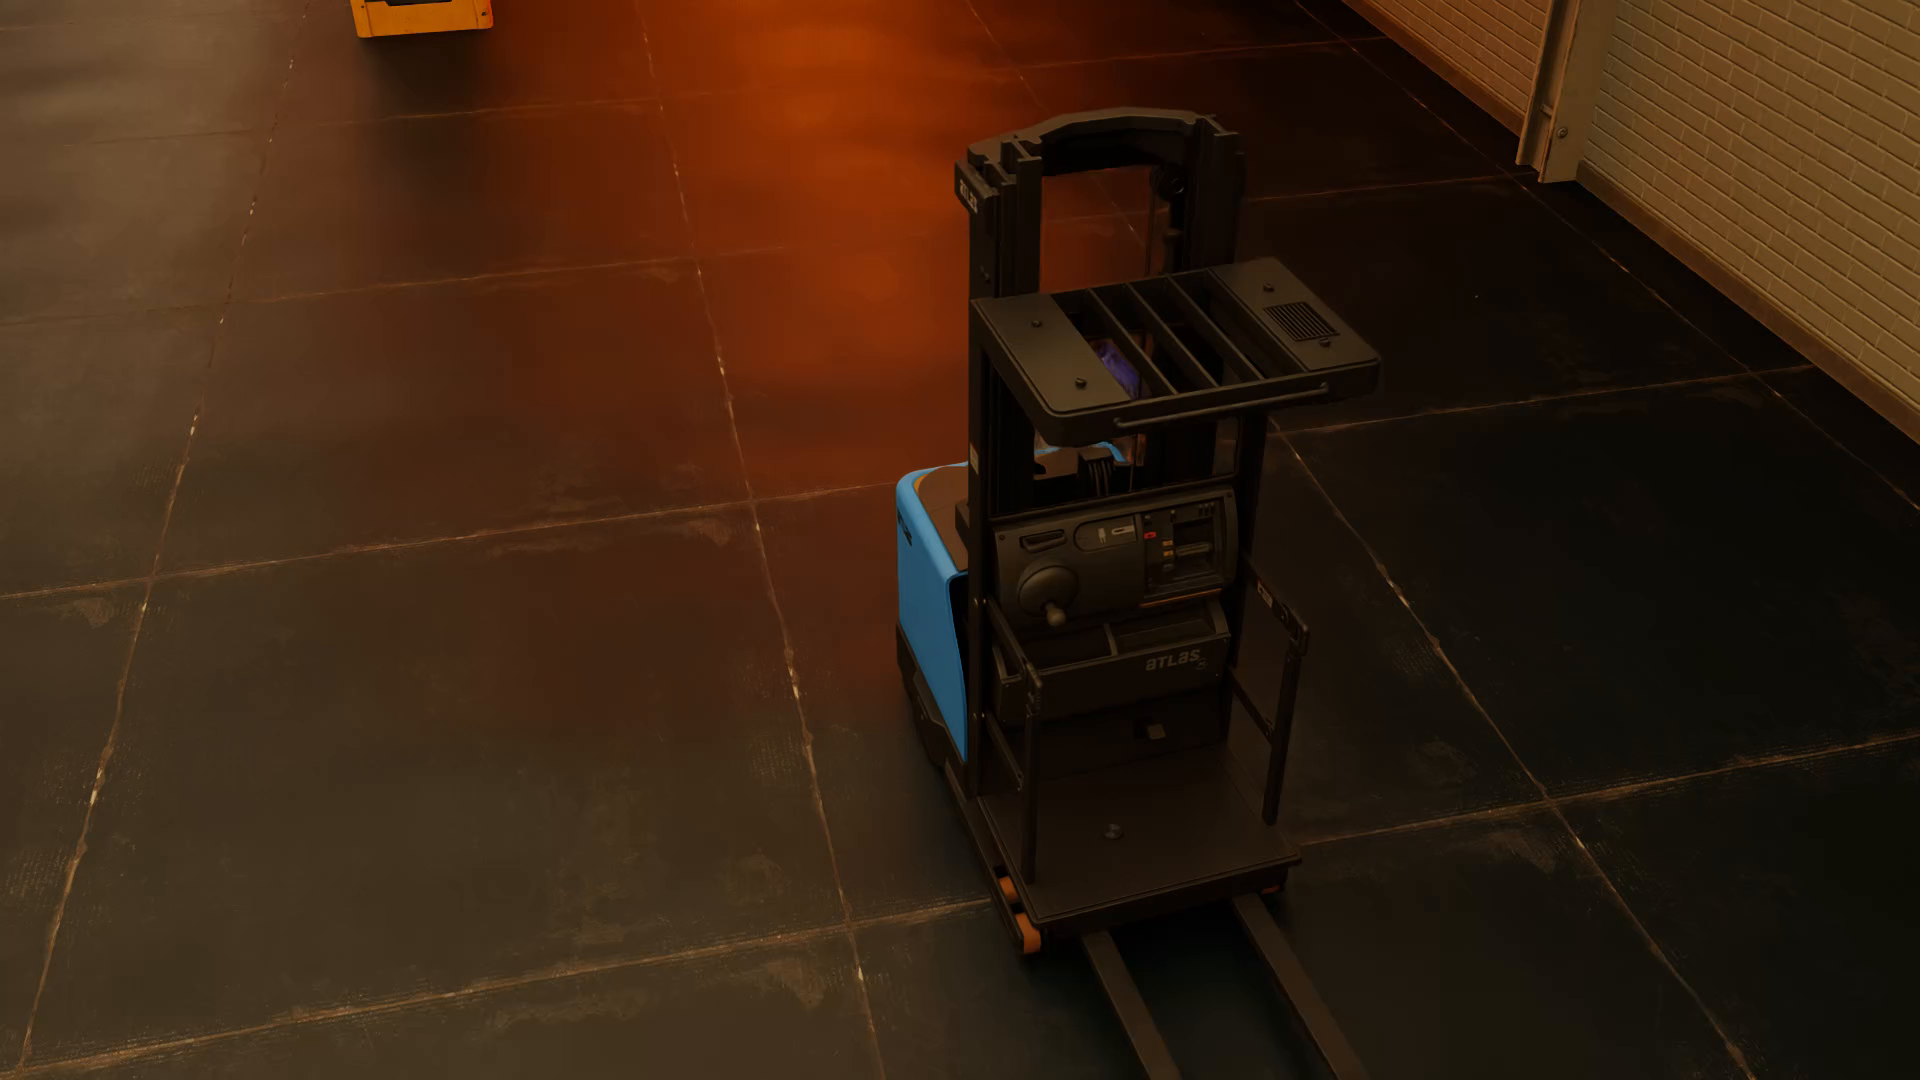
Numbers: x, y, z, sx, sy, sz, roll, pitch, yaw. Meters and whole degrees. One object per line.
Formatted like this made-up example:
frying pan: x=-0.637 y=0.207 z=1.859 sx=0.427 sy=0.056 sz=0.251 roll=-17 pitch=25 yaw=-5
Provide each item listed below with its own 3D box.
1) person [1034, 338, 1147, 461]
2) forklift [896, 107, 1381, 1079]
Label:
person: x=0.555 y=-0.412 z=7.913 sx=0.933 sy=1.511 sz=0.861 roll=28 pitch=44 yaw=33
forklift: x=0.642 y=0.130 z=5.870 sx=1.130 sy=2.935 sz=3.031 roll=-11 pitch=37 yaw=-14
